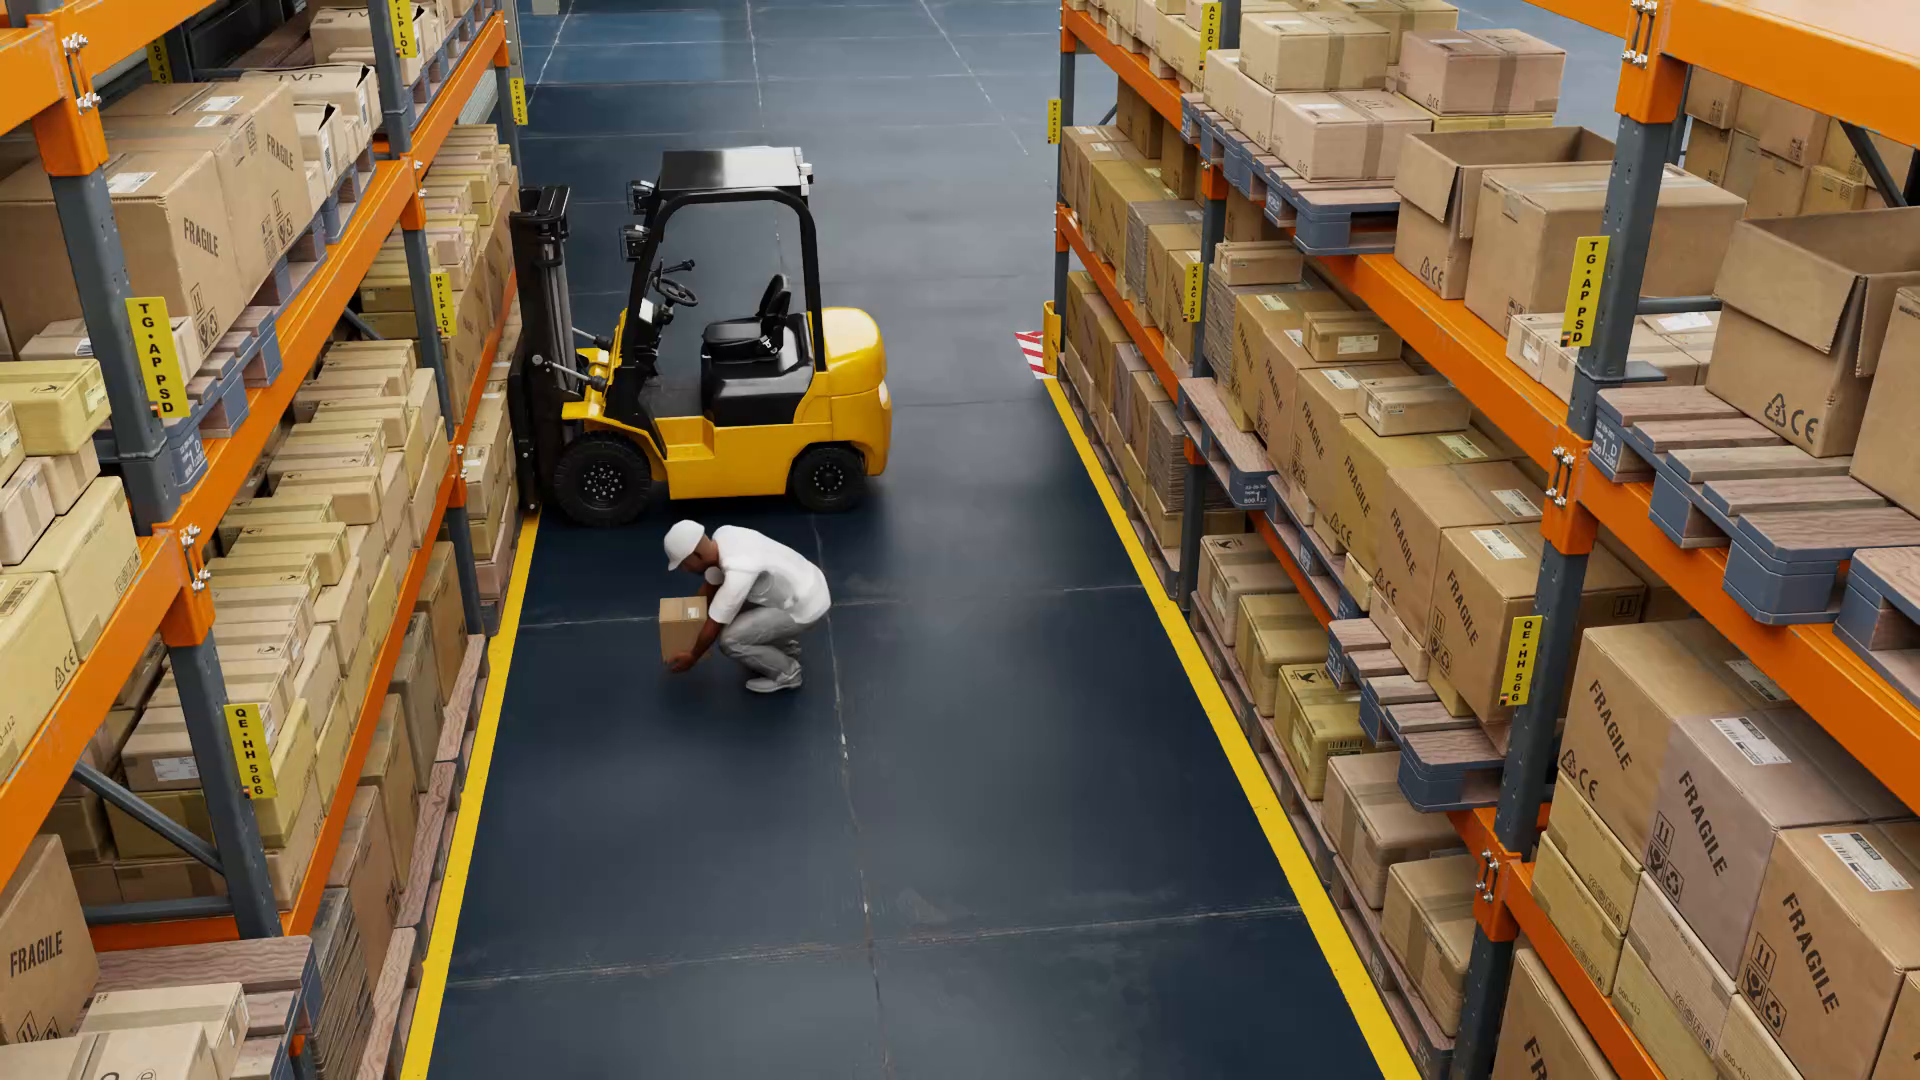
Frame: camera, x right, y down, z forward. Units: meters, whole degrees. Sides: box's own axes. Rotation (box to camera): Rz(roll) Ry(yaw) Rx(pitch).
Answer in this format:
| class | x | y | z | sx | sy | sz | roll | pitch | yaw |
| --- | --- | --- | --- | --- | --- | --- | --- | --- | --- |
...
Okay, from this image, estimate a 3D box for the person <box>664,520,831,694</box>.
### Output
| class | x | y | z | sx | sy | sz | roll | pitch | yaw |
| --- | --- | --- | --- | --- | --- | --- | --- | --- | --- |
| person | -1.134 | 0.317 | 8.824 | 0.887 | 0.997 | 0.589 | -4 | 27 | -7 |
